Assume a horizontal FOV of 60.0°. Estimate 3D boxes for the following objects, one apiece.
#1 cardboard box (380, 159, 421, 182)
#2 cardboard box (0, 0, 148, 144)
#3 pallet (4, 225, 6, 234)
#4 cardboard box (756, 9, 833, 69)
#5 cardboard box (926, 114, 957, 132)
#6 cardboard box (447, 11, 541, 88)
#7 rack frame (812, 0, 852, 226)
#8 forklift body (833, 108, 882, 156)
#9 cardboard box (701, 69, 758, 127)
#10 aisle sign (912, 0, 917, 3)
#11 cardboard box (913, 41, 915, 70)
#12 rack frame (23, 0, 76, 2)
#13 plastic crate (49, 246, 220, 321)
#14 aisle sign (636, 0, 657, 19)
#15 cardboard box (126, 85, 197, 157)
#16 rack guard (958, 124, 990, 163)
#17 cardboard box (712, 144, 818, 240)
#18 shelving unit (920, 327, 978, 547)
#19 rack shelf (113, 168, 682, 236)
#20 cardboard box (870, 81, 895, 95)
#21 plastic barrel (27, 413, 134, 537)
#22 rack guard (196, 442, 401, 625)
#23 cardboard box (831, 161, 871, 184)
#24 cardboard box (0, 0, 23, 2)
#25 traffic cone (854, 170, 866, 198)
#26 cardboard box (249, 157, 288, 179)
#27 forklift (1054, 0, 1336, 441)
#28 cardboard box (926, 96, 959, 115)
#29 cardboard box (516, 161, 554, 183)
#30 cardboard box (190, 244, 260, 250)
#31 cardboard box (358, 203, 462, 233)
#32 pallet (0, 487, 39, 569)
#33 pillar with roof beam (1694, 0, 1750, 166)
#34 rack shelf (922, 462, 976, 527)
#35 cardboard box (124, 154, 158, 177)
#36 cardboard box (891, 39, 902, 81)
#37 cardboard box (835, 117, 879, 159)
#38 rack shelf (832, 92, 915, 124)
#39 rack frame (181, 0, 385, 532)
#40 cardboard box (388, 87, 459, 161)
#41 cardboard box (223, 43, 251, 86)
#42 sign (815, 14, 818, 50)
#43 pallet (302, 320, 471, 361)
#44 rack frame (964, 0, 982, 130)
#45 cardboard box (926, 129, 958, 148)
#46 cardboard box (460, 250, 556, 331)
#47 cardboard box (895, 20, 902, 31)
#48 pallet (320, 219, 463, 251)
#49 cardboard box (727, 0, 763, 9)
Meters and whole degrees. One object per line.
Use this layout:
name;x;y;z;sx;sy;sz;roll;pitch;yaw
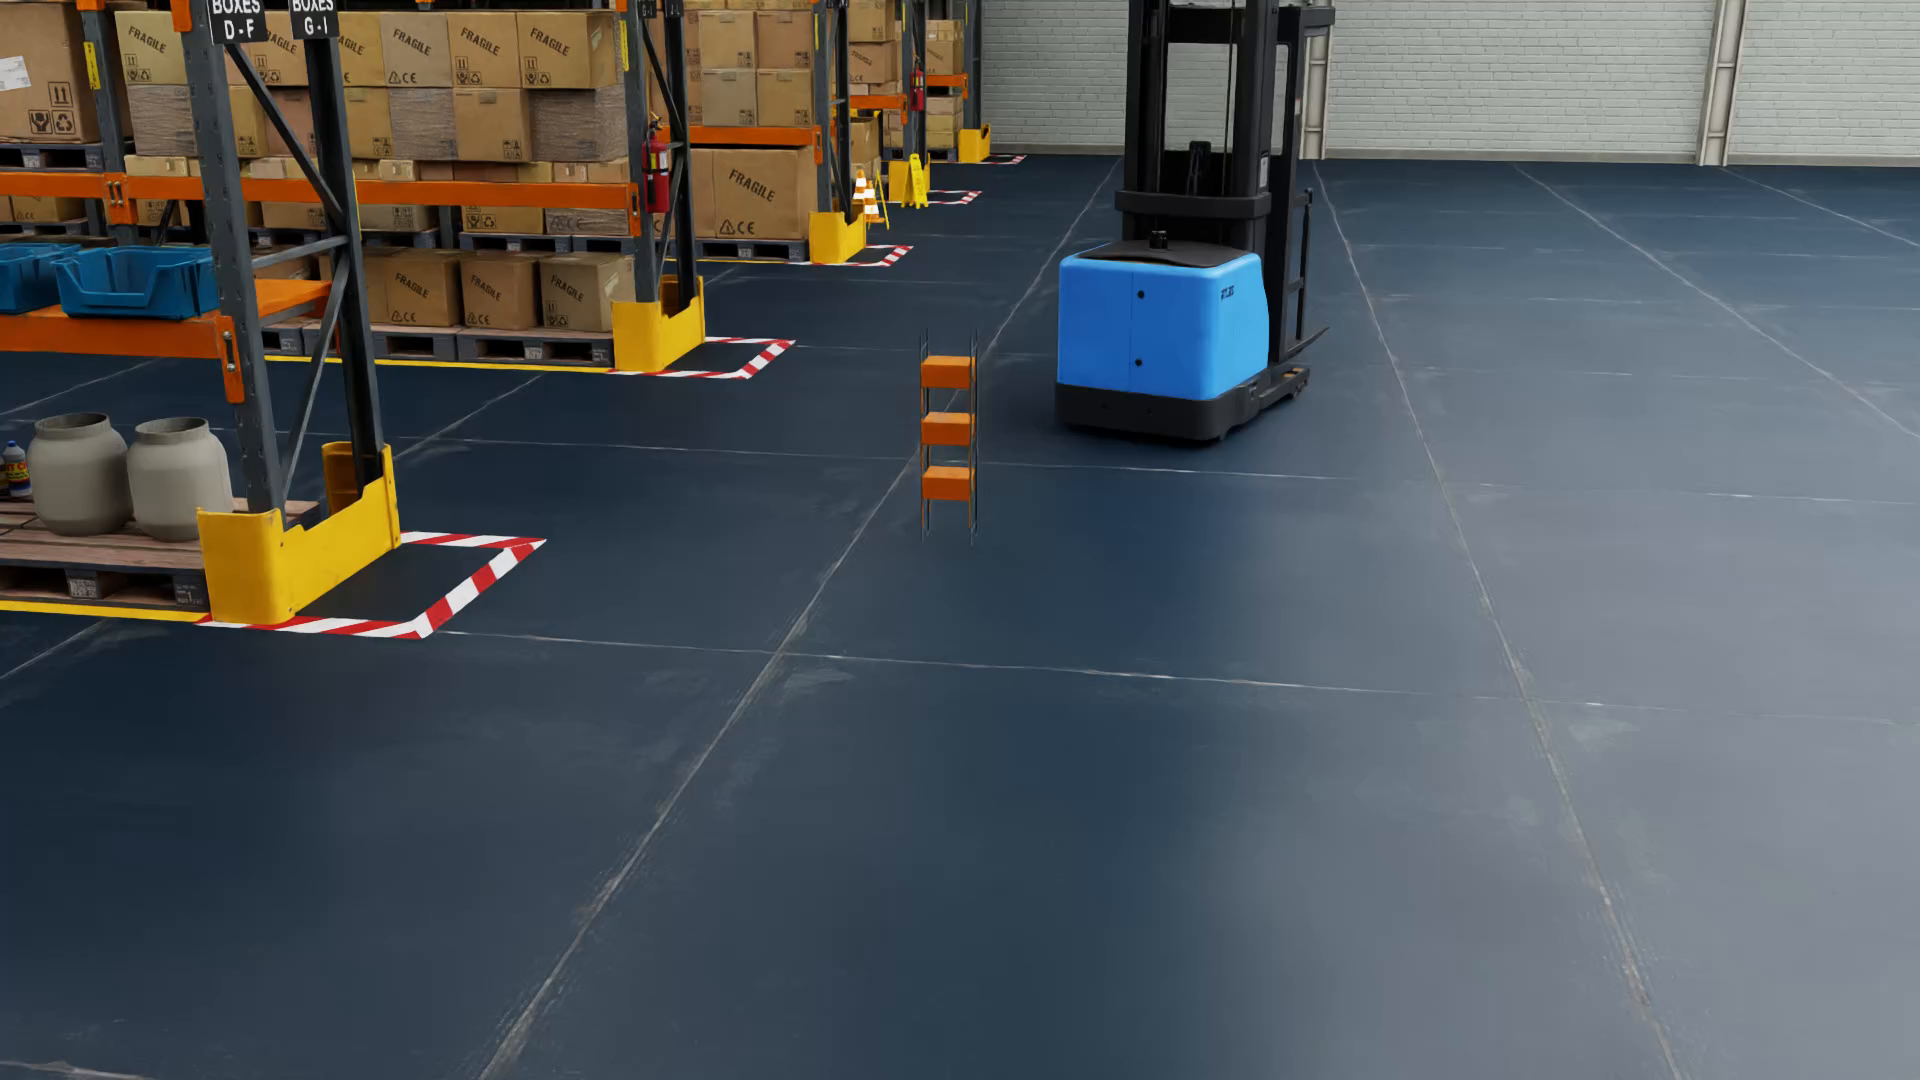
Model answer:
cardboard box;-3.966;-2.678;11.975;0.250;0.149;0.380;3;19;9
cardboard box;-6.865;-3.574;12.649;1.000;1.000;1.000;3;19;9
pallet;-11.138;-3.536;18.538;1.213;0.211;1.003;3;19;9
cardboard box;-1.628;-4.968;16.484;0.550;0.550;0.875;3;19;9
cardboard box;-0.328;-6.524;25.956;0.500;0.250;0.500;3;19;8
cardboard box;-3.231;-3.441;11.658;0.500;0.500;0.500;3;19;9
rack frame;-1.267;-4.354;16.587;0.127;3.000;1.000;3;19;9
forklift body;-1.960;-6.586;24.597;1.214;2.155;2.313;3;19;9
cardboard box;-2.187;-4.450;16.639;0.550;0.550;0.875;3;19;9
aisle sign;-0.567;-7.048;20.544;0.004;0.787;0.394;3;19;9
cardboard box;-0.837;-7.484;25.784;0.500;0.500;0.500;4;19;10
rack frame;-12.430;-6.513;23.042;0.127;3.000;1.000;3;19;9
plastic crate;-3.481;-1.114;7.140;0.616;0.251;0.499;3;19;9
aisle sign;-2.140;-3.940;11.256;0.004;0.787;0.394;3;19;9
cardboard box;-5.669;-3.153;12.371;0.500;0.500;0.875;3;19;9
rack guard;0.225;-6.278;26.278;0.348;0.500;1.175;3;19;9
cardboard box;-1.947;-3.559;16.898;0.875;0.875;0.875;3;19;9
shelving unit;-0.053;-0.501;8.145;0.252;1.050;0.215;3;19;9
rack shelf;-4.128;-2.564;12.373;4.000;0.370;1.077;3;19;9
cardboard box;-0.985;-5.742;21.133;0.250;0.149;0.380;4;19;10
plastic barrel;-4.096;-0.307;7.752;0.421;0.512;0.421;0;18;0
rack guard;-3.022;-0.057;7.685;0.348;0.500;1.175;3;19;9
cardboard box;-1.446;-4.762;21.480;0.500;0.250;0.500;3;19;8
cardboard box;-12.785;-7.258;22.513;0.250;0.149;0.380;3;19;8
traffic cone;-1.211;-4.324;20.497;0.334;0.463;0.336;3;19;9
cardboard box;-4.954;-2.726;12.120;0.250;0.149;0.380;3;19;9
forklift;1.729;-2.403;10.865;1.130;2.935;3.031;10;21;27
cardboard box;-0.302;-6.760;25.874;0.500;0.250;0.500;4;19;10
cardboard box;-2.970;-2.645;11.875;0.250;0.149;0.380;3;19;9
cardboard box;-5.715;-1.987;12.792;0.500;0.500;0.500;2;19;7
cardboard box;-5.844;-3.690;17.488;0.750;0.750;1.050;3;19;8
pallet;-5.024;-0.024;8.044;1.213;0.211;1.003;3;19;9
pillar with roof beam;10.822;-8.674;20.046;0.400;9.000;9.100;3;19;9
rack shelf;-0.053;-0.227;8.236;0.240;0.259;0.215;3;19;9
cardboard box;-5.939;-2.782;12.286;0.250;0.149;0.380;3;19;9
cardboard box;-1.006;-6.209;21.505;0.500;0.500;0.500;3;19;8
cardboard box;-1.358;-5.289;21.871;0.500;0.500;0.500;2;19;7
rack shelf;-2.557;-5.669;21.652;4.000;0.370;1.077;3;19;9
rack frame;-2.939;-1.253;7.321;0.127;3.000;1.000;3;19;9
cardboard box;-3.692;-3.056;12.082;0.500;0.500;0.875;3;19;9
cardboard box;-5.205;-3.542;11.959;0.500;0.500;0.500;3;19;9
sign;-1.367;-4.846;15.860;0.005;0.325;0.100;3;19;9
pallet;-4.226;-1.600;12.753;1.213;0.211;1.003;3;19;9
rack frame;0.202;-7.465;25.885;0.127;3.000;1.000;3;19;9
cardboard box;-0.312;-6.285;26.030;0.500;0.250;0.500;3;19;9
cardboard box;-3.363;-1.875;12.456;0.500;0.500;0.500;8;20;23
cardboard box;-0.930;-7.956;25.705;0.250;0.149;0.380;3;19;9
pallet;-5.990;-3.248;17.677;1.213;0.211;1.003;3;19;9
cardboard box;-2.610;-6.619;21.157;0.500;0.500;0.700;3;19;8
